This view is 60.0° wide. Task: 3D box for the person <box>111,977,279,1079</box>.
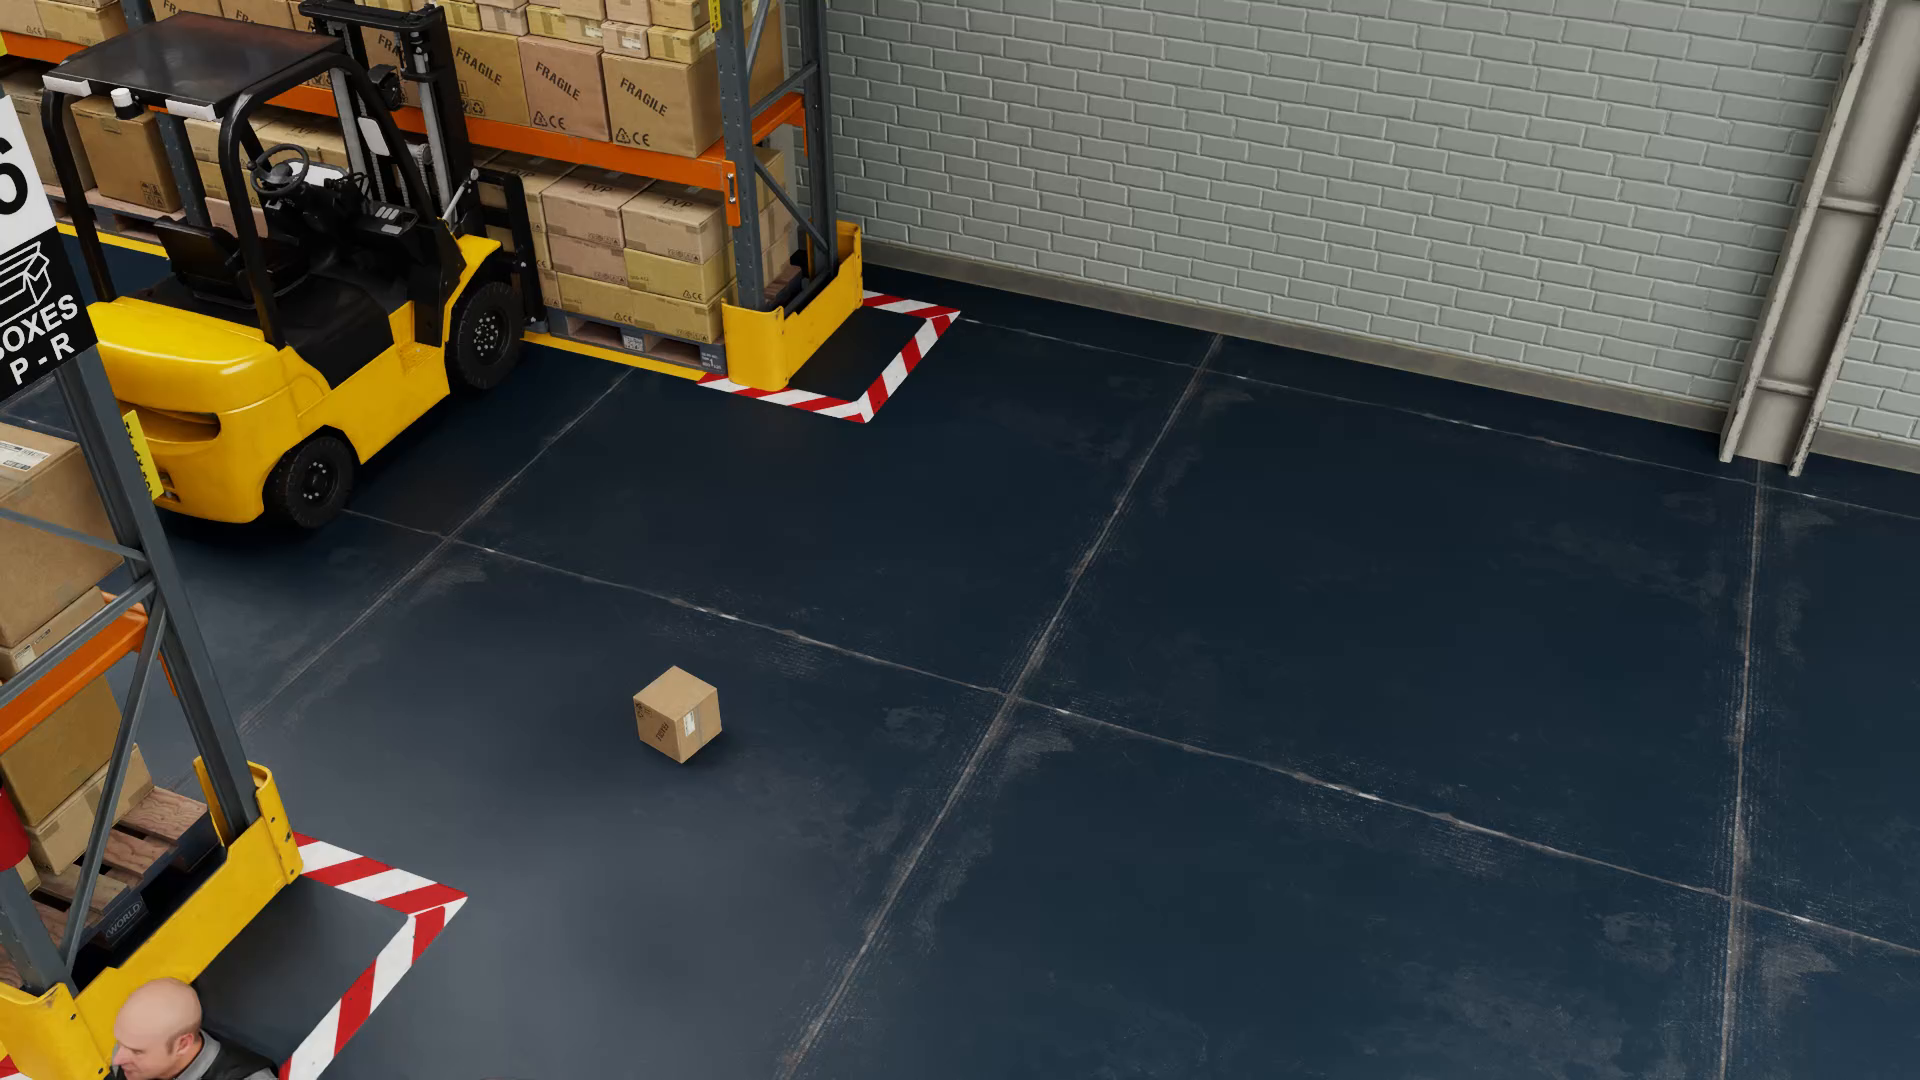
[{"bbox_3d":[-1.965,1.819,4.466,0.569,1.784,0.539,19,41,23],"label":"person"}]
